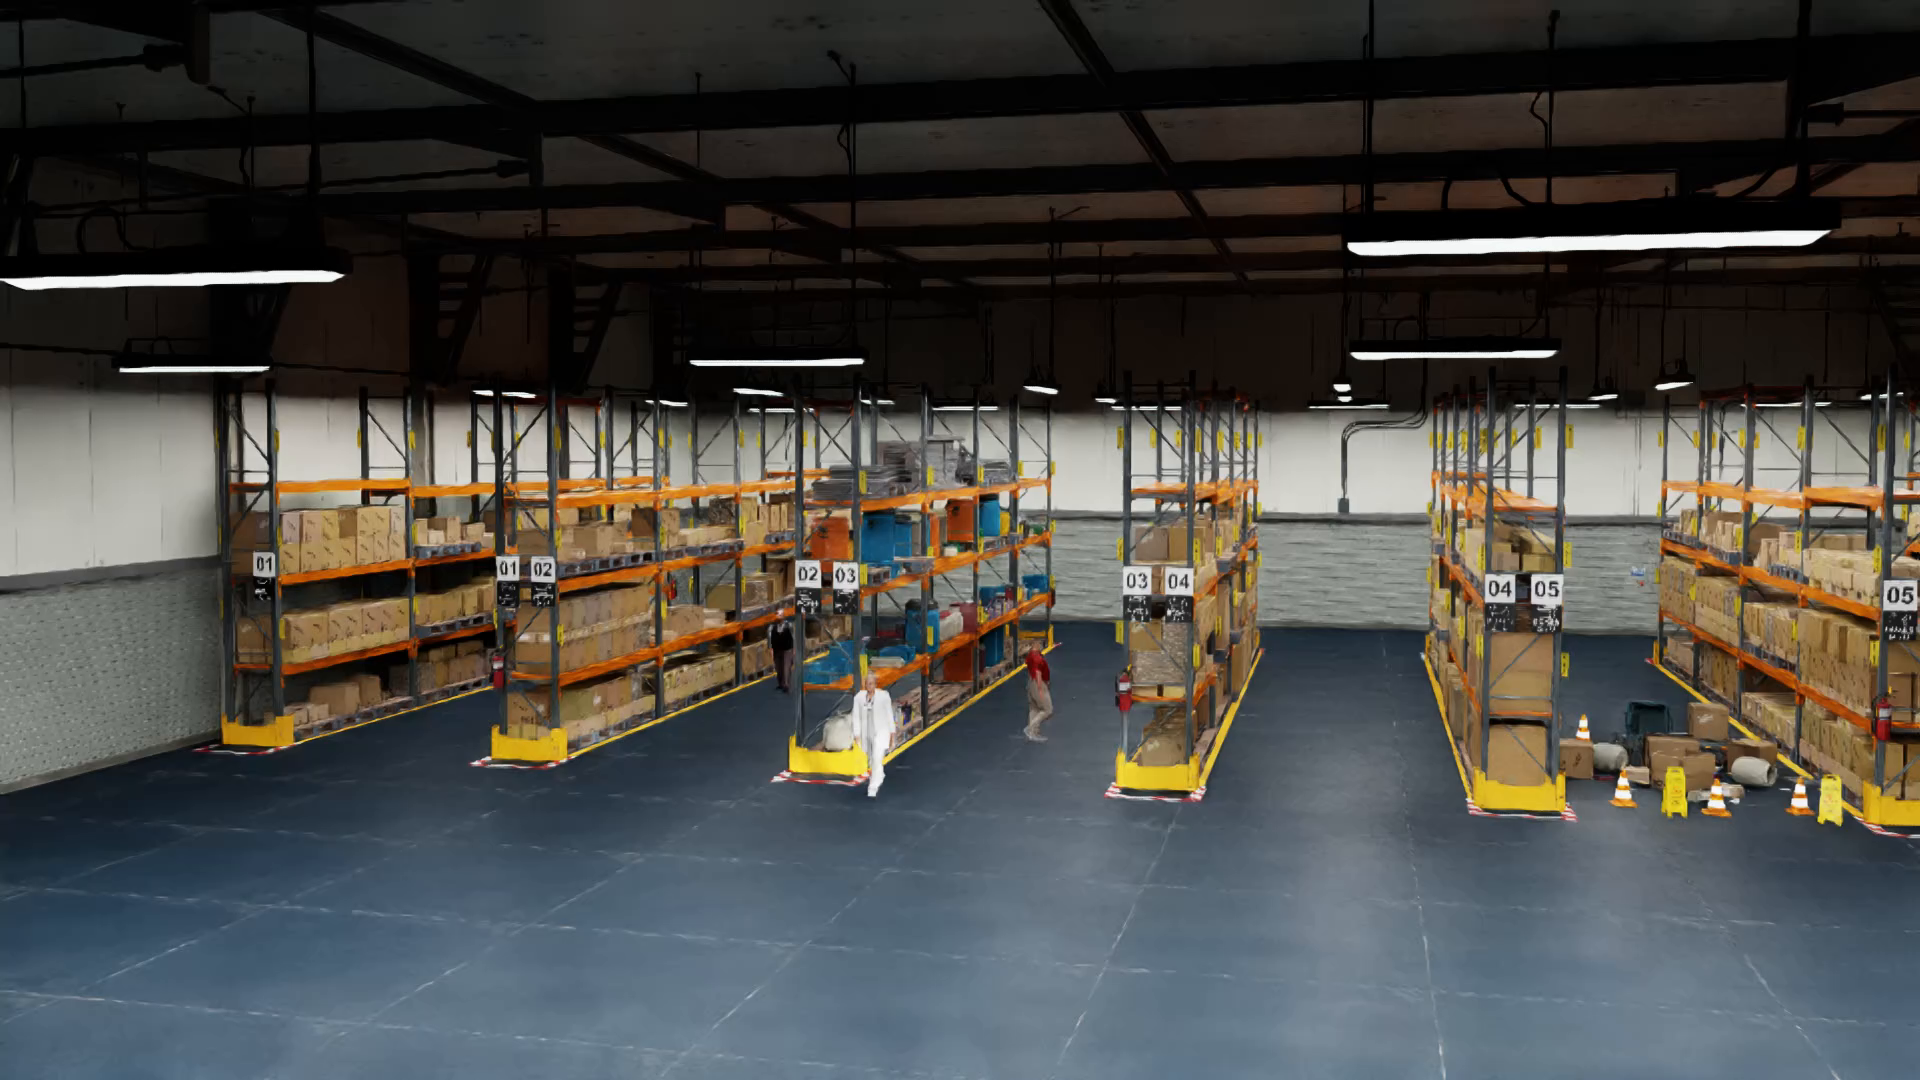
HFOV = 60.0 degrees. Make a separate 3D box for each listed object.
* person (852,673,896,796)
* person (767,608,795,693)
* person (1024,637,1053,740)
[{"bbox_3d":[-1.249,2.722,23.523,0.598,1.698,1.172,1,4,16],"label":"person"},{"bbox_3d":[-3.559,2.180,33.024,0.537,1.664,1.026,0,3,5],"label":"person"},{"bbox_3d":[1.261,2.481,27.624,0.462,1.723,0.589,-1,4,-16],"label":"person"}]
